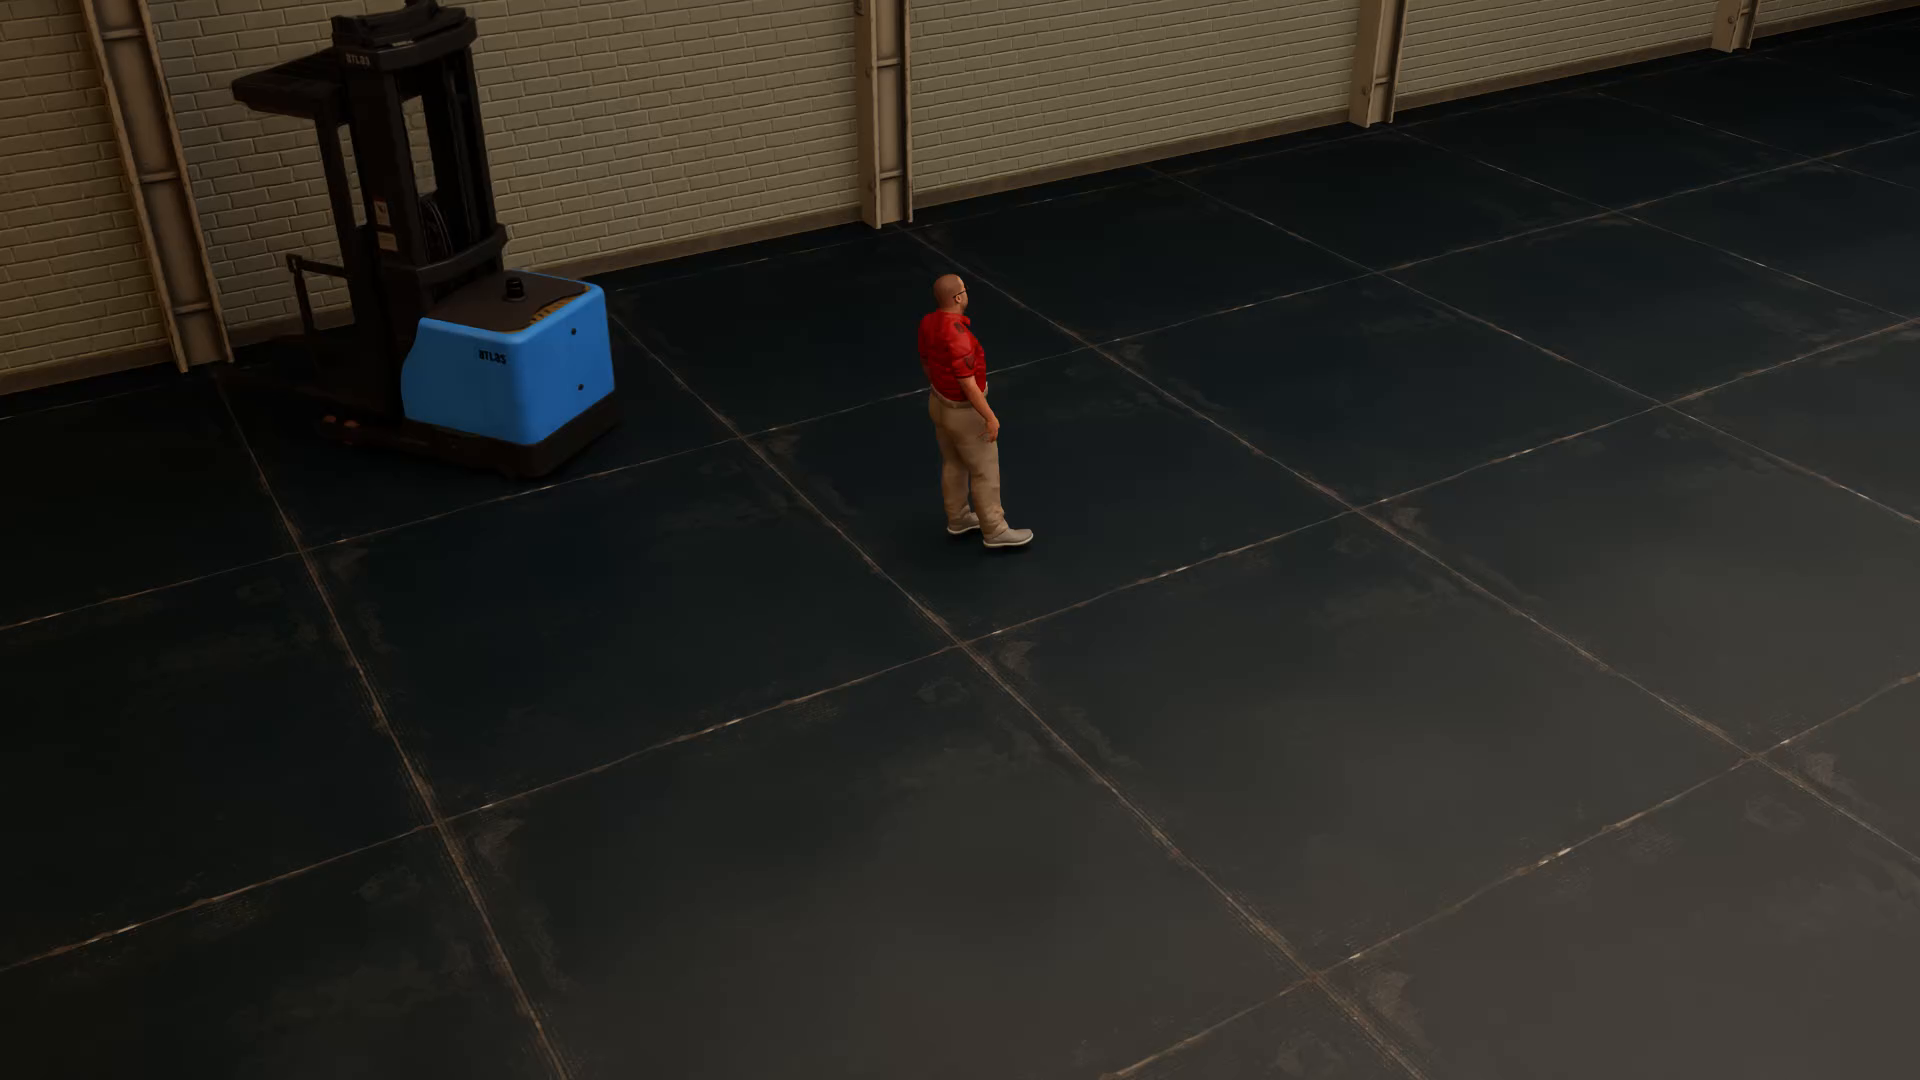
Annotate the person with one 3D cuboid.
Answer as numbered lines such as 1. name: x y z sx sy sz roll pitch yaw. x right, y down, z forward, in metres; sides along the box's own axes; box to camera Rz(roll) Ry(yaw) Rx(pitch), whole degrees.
1. person: 0.083 -0.800 10.062 0.551 1.728 0.640 -17 35 -26

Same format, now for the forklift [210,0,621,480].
1. forklift: -3.966 -2.155 11.245 3.031 2.935 1.130 13 33 20
